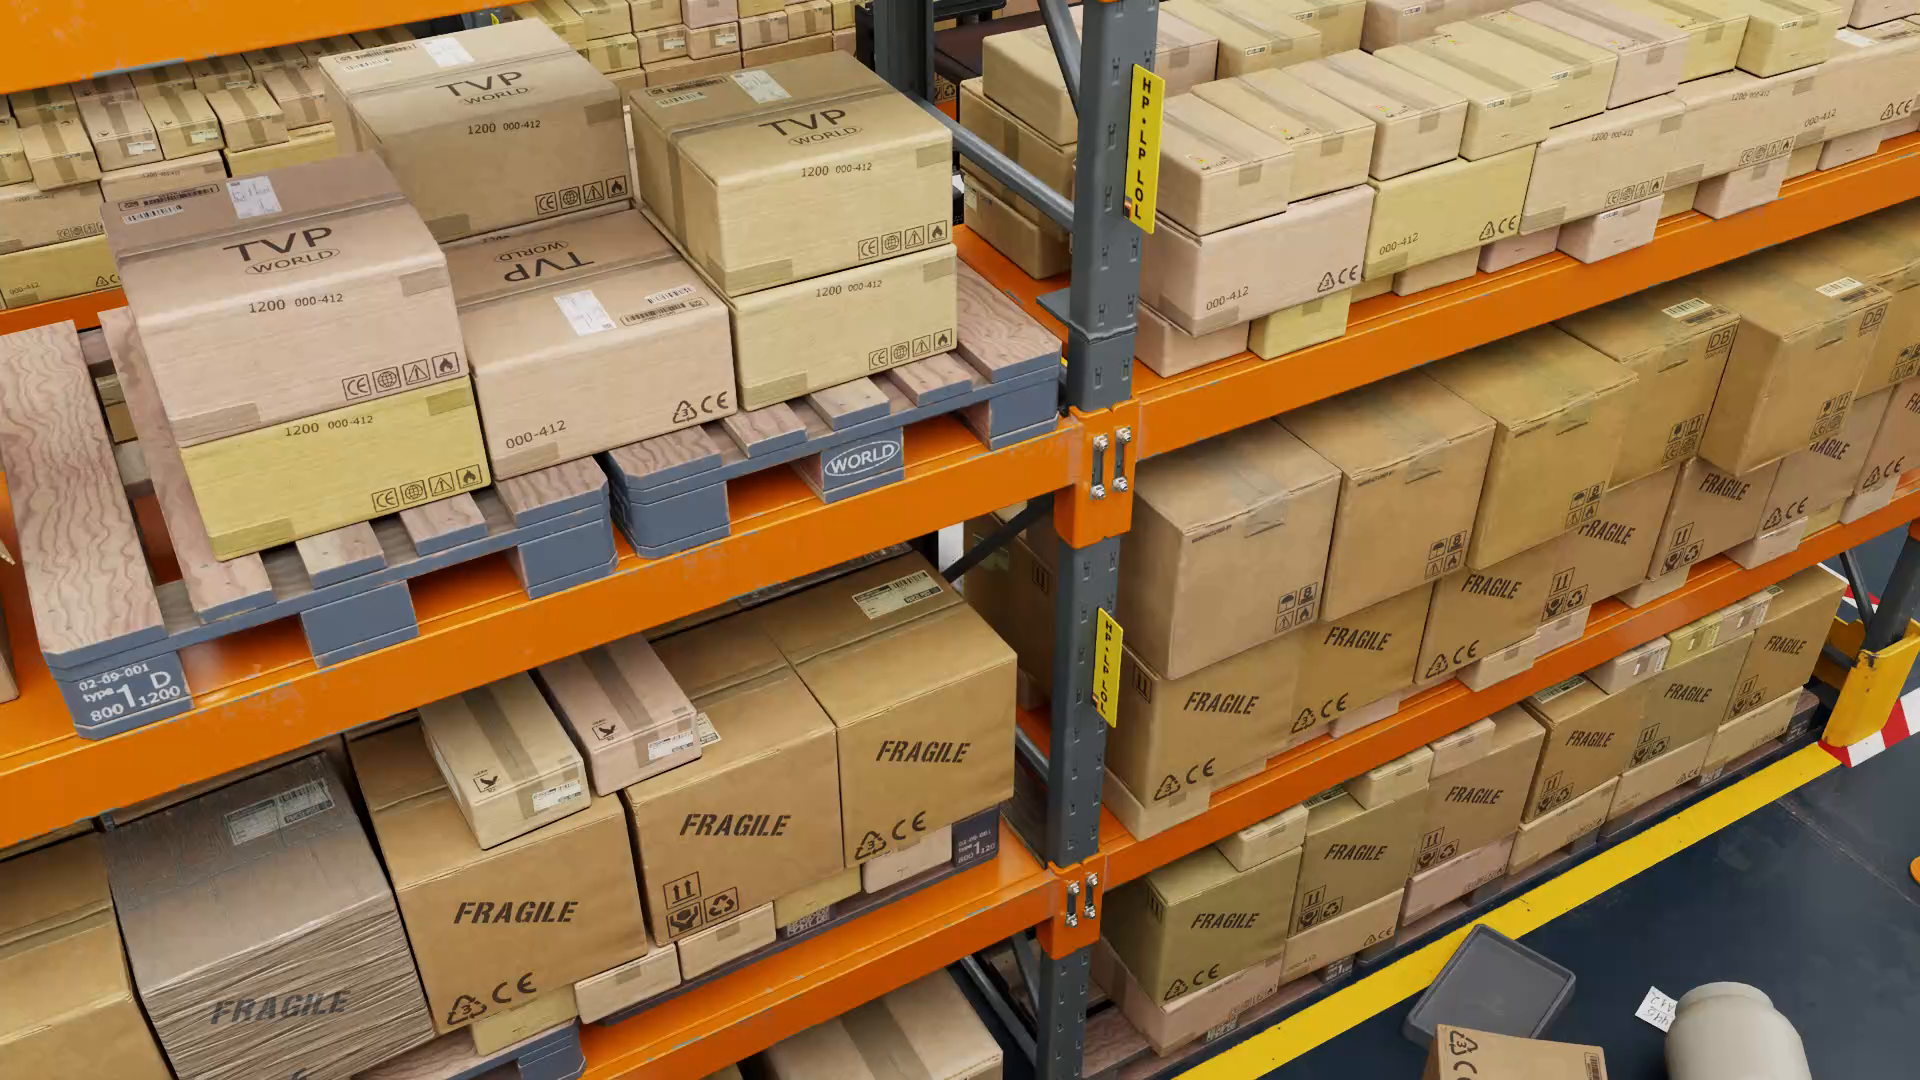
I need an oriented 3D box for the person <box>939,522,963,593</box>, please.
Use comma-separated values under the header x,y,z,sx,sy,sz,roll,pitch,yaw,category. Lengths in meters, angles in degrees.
x,y,z,sx,sy,sz,roll,pitch,yaw,category
0.067,0.328,6.847,0.450,0.914,0.856,-31,47,-34,person
